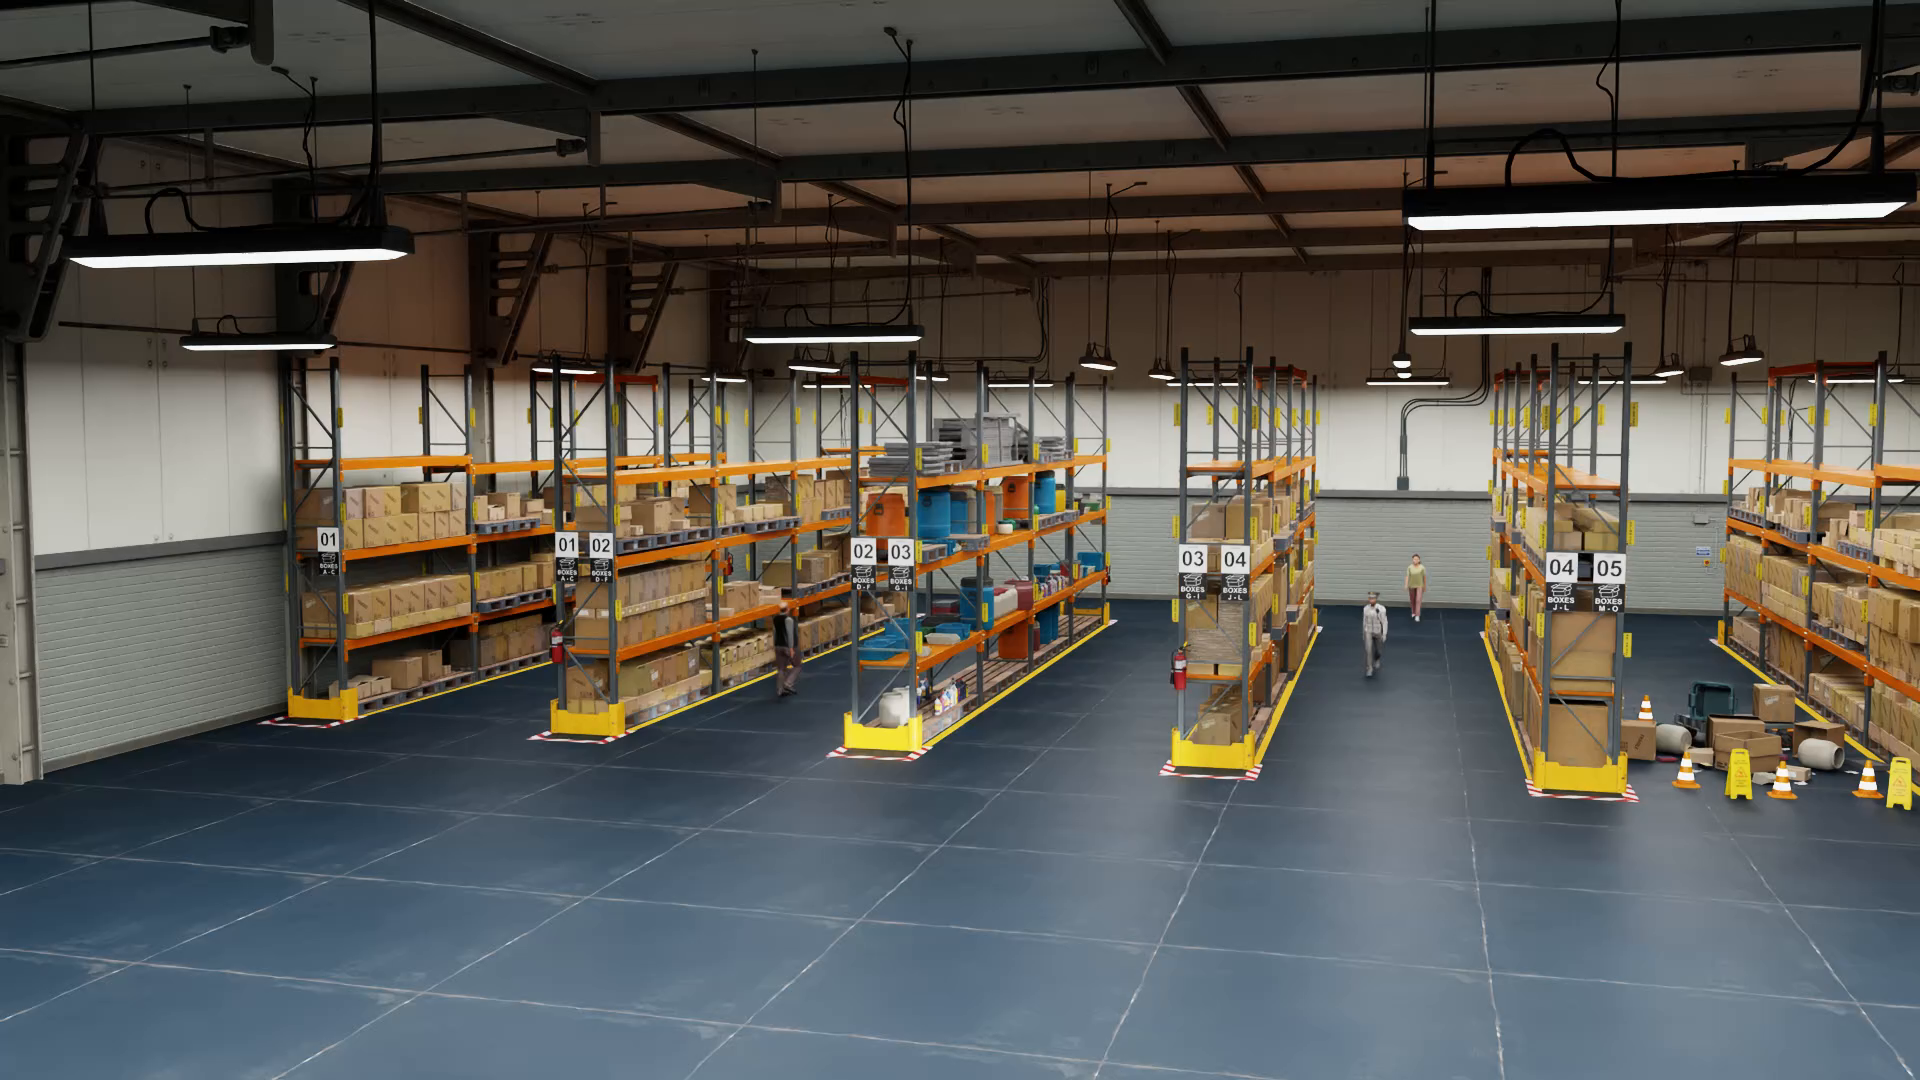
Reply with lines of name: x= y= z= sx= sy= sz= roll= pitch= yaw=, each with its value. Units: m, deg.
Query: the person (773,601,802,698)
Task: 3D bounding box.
person: x=-3.133 y=1.950 z=29.794 sx=0.570 sy=1.709 sz=0.464 roll=2 pitch=5 yaw=29

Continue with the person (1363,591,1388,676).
person: x=8.082 y=1.793 z=32.371 sx=0.470 sy=1.636 sz=0.852 roll=1 pitch=4 yaw=12

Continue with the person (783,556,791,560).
person: x=-4.215 y=1.194 z=40.819 sx=0.485 sy=1.613 sz=0.938 roll=-3 pitch=5 yaw=-31

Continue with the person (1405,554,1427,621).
person: x=11.258 y=1.159 z=41.086 sx=0.504 sy=1.603 sz=1.060 roll=1 pitch=4 yaw=18
